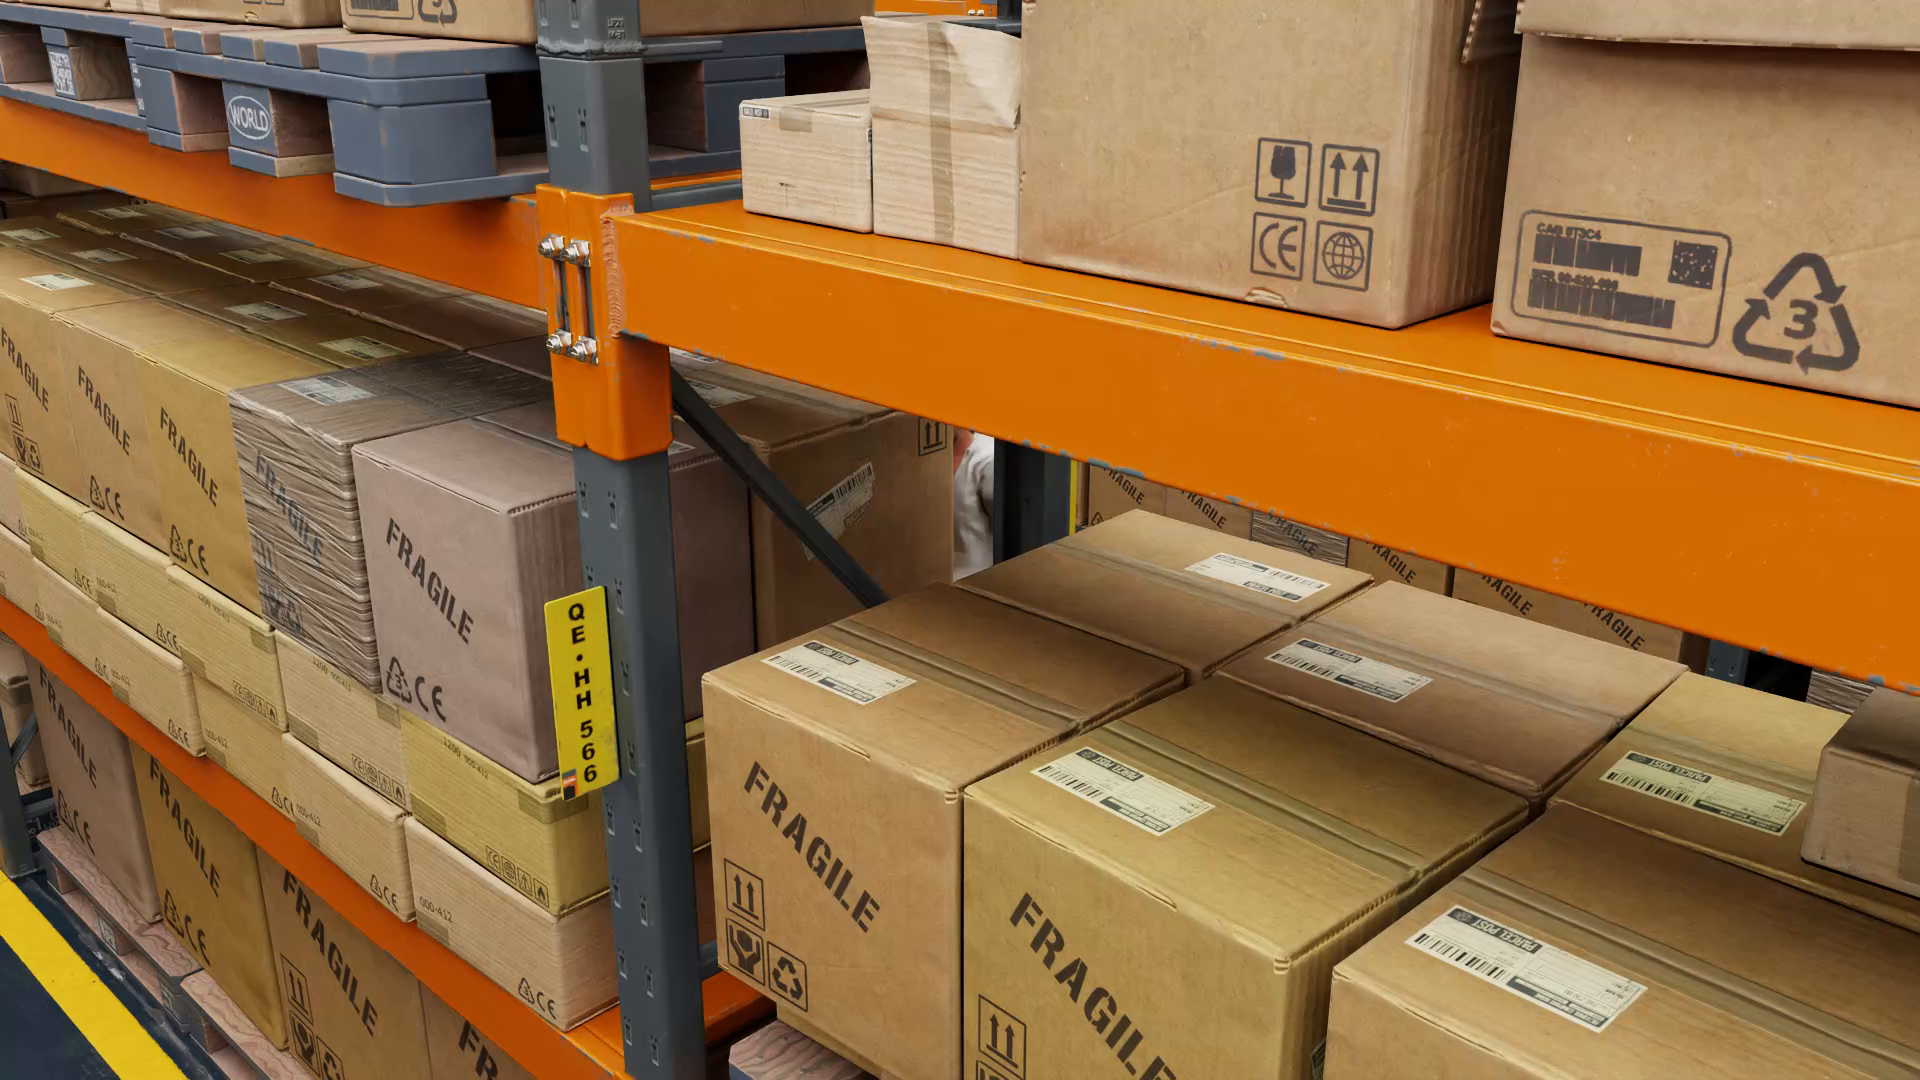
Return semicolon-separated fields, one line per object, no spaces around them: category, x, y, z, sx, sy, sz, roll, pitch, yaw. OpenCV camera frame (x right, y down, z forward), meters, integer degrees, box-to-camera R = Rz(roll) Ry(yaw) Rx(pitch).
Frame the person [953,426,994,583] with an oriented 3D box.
person;-0.026;0.219;5.967;0.620;1.779;0.454;18;27;40
